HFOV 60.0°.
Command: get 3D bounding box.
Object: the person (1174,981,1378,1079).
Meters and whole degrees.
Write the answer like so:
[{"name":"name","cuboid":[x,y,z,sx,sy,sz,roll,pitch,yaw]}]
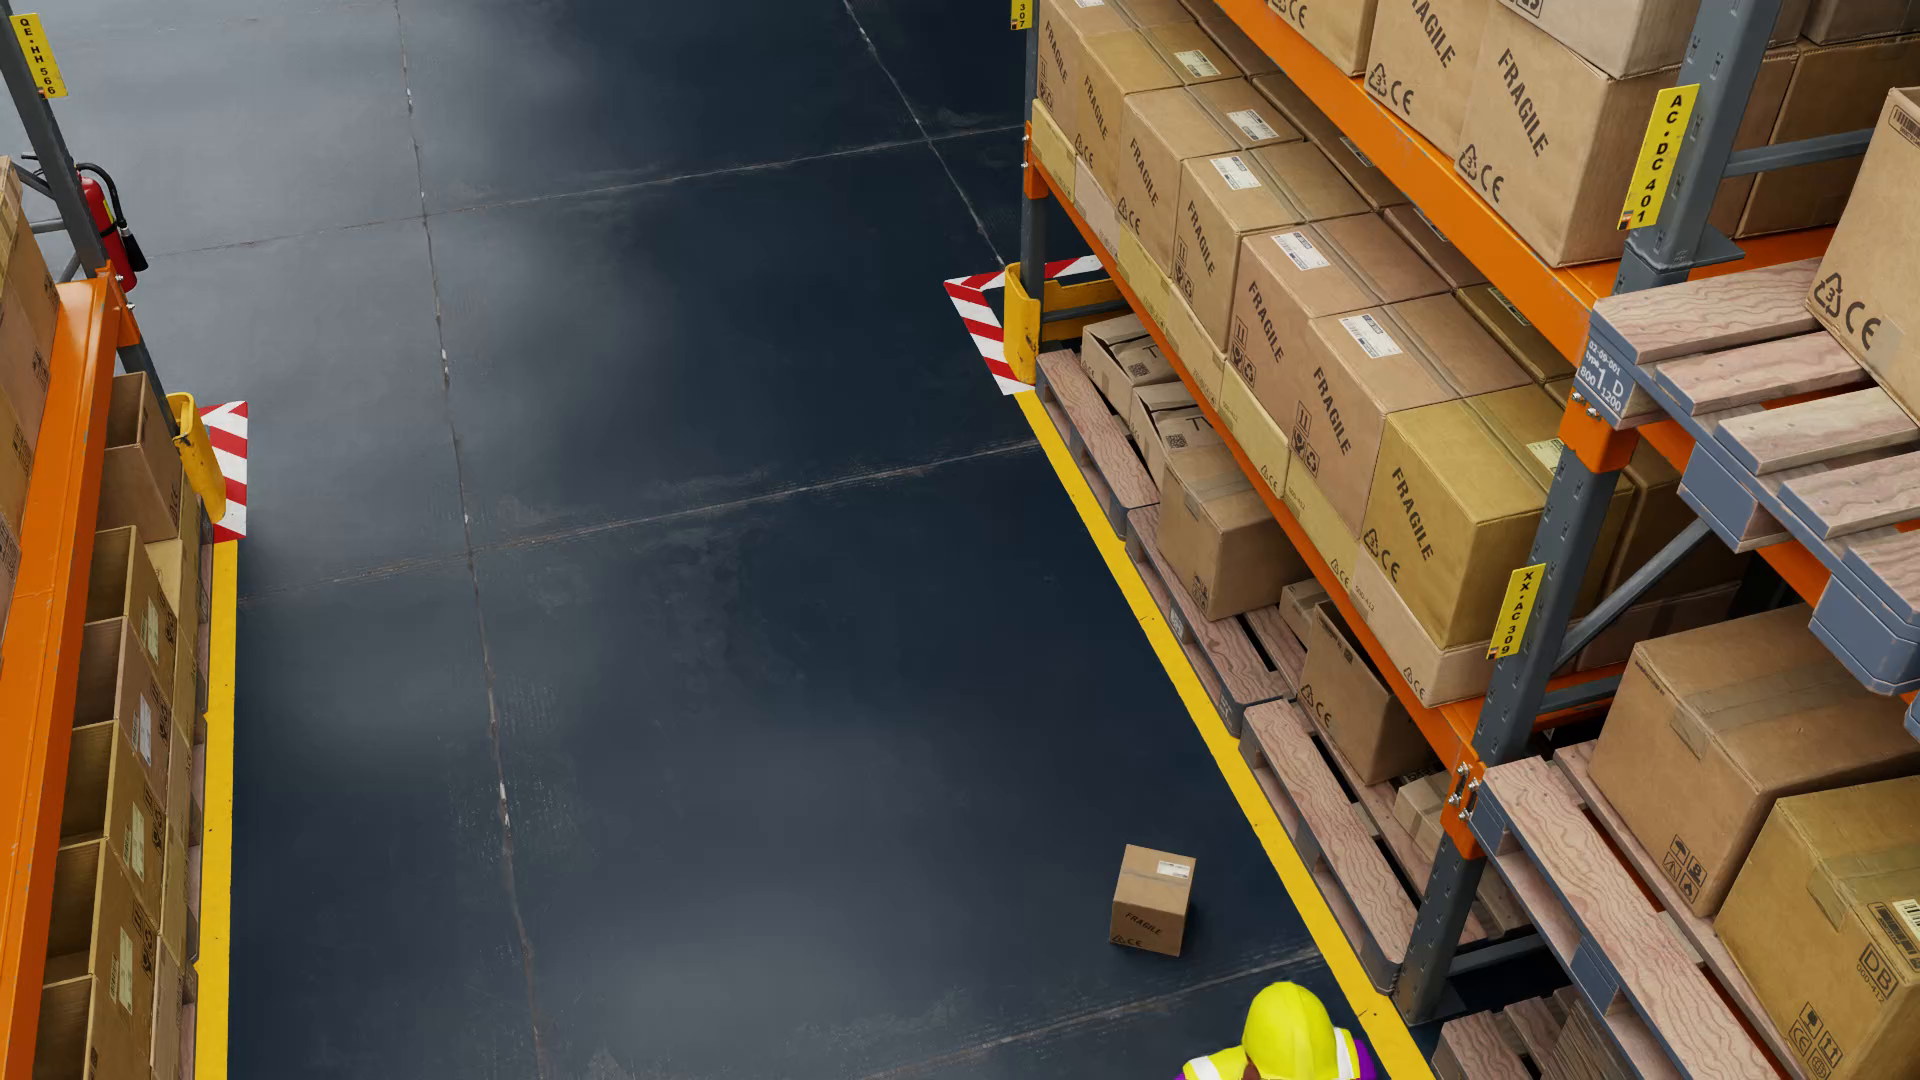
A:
[{"name":"person","cuboid":[0.758,1.676,4.262,0.564,1.739,0.859,-11,43,-12]}]
